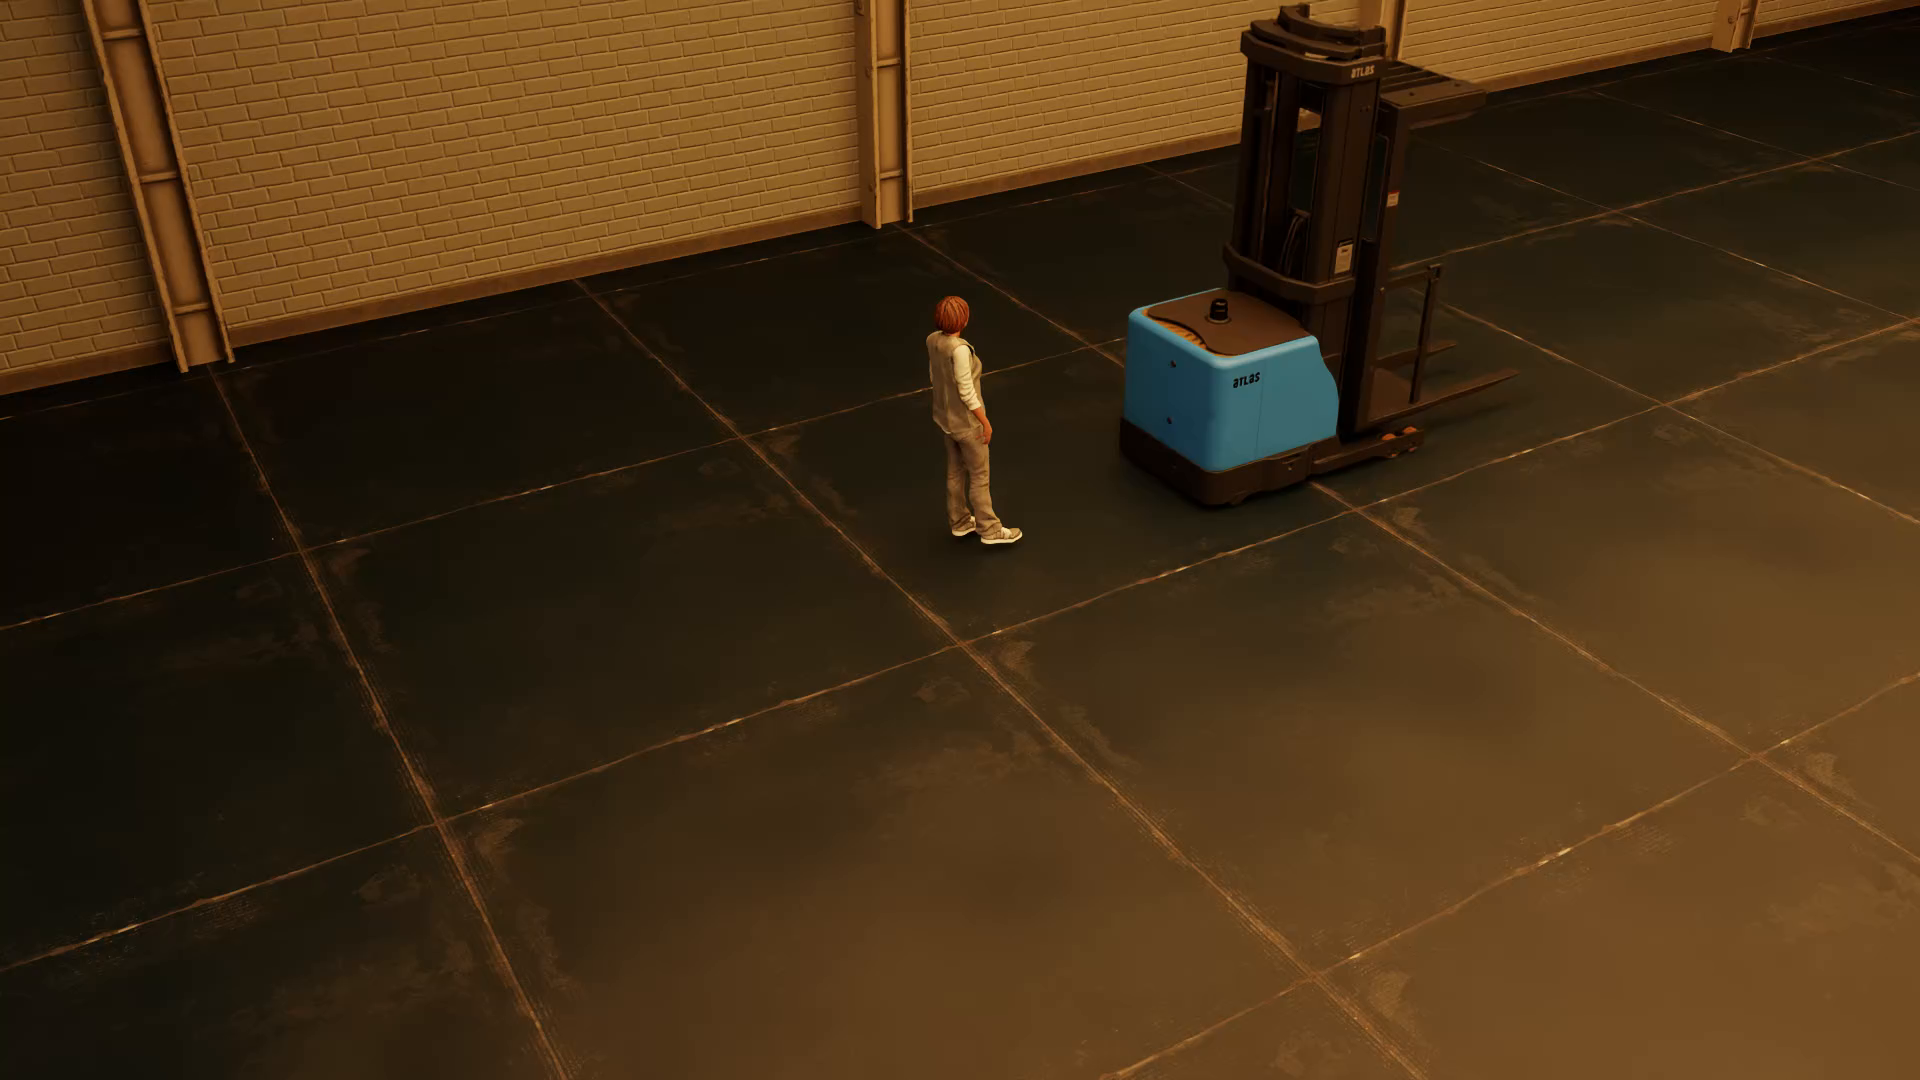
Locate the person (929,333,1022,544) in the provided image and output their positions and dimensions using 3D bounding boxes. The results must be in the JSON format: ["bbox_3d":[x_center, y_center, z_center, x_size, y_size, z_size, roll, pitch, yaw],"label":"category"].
[{"bbox_3d":[0.076,-0.640,10.152,0.459,1.362,0.521,-17,35,-26],"label":"person"}]

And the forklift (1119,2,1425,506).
[{"bbox_3d":[2.620,-2.034,11.045,3.031,2.935,1.130,-17,35,-27],"label":"forklift"}]
